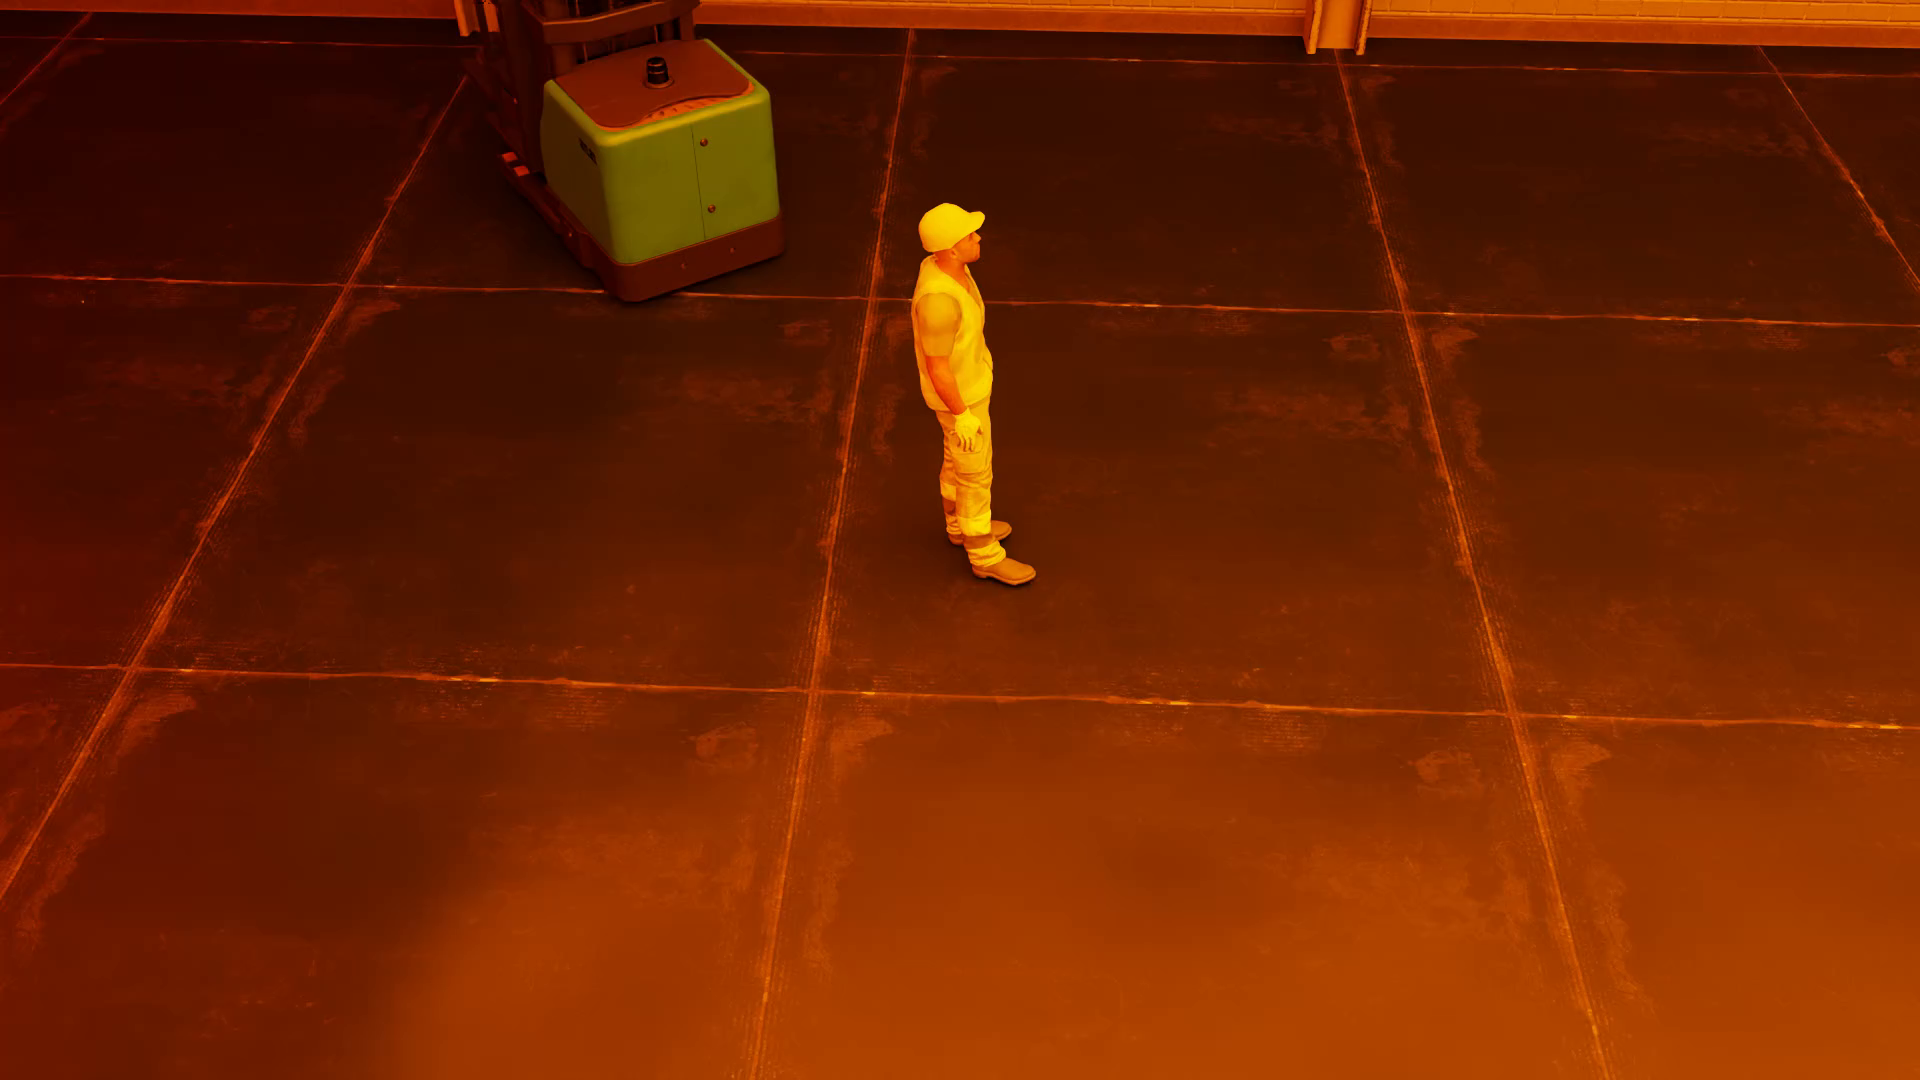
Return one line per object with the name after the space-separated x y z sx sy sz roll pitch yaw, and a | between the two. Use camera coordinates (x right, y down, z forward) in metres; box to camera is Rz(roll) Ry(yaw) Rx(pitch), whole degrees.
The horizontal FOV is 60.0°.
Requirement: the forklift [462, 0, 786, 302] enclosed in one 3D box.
-2.228 -3.378 9.442 1.130 2.935 3.031 -23 47 -23 | forklift

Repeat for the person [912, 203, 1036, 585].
0.080 -0.656 7.298 0.562 1.789 0.638 2 42 2 | person
